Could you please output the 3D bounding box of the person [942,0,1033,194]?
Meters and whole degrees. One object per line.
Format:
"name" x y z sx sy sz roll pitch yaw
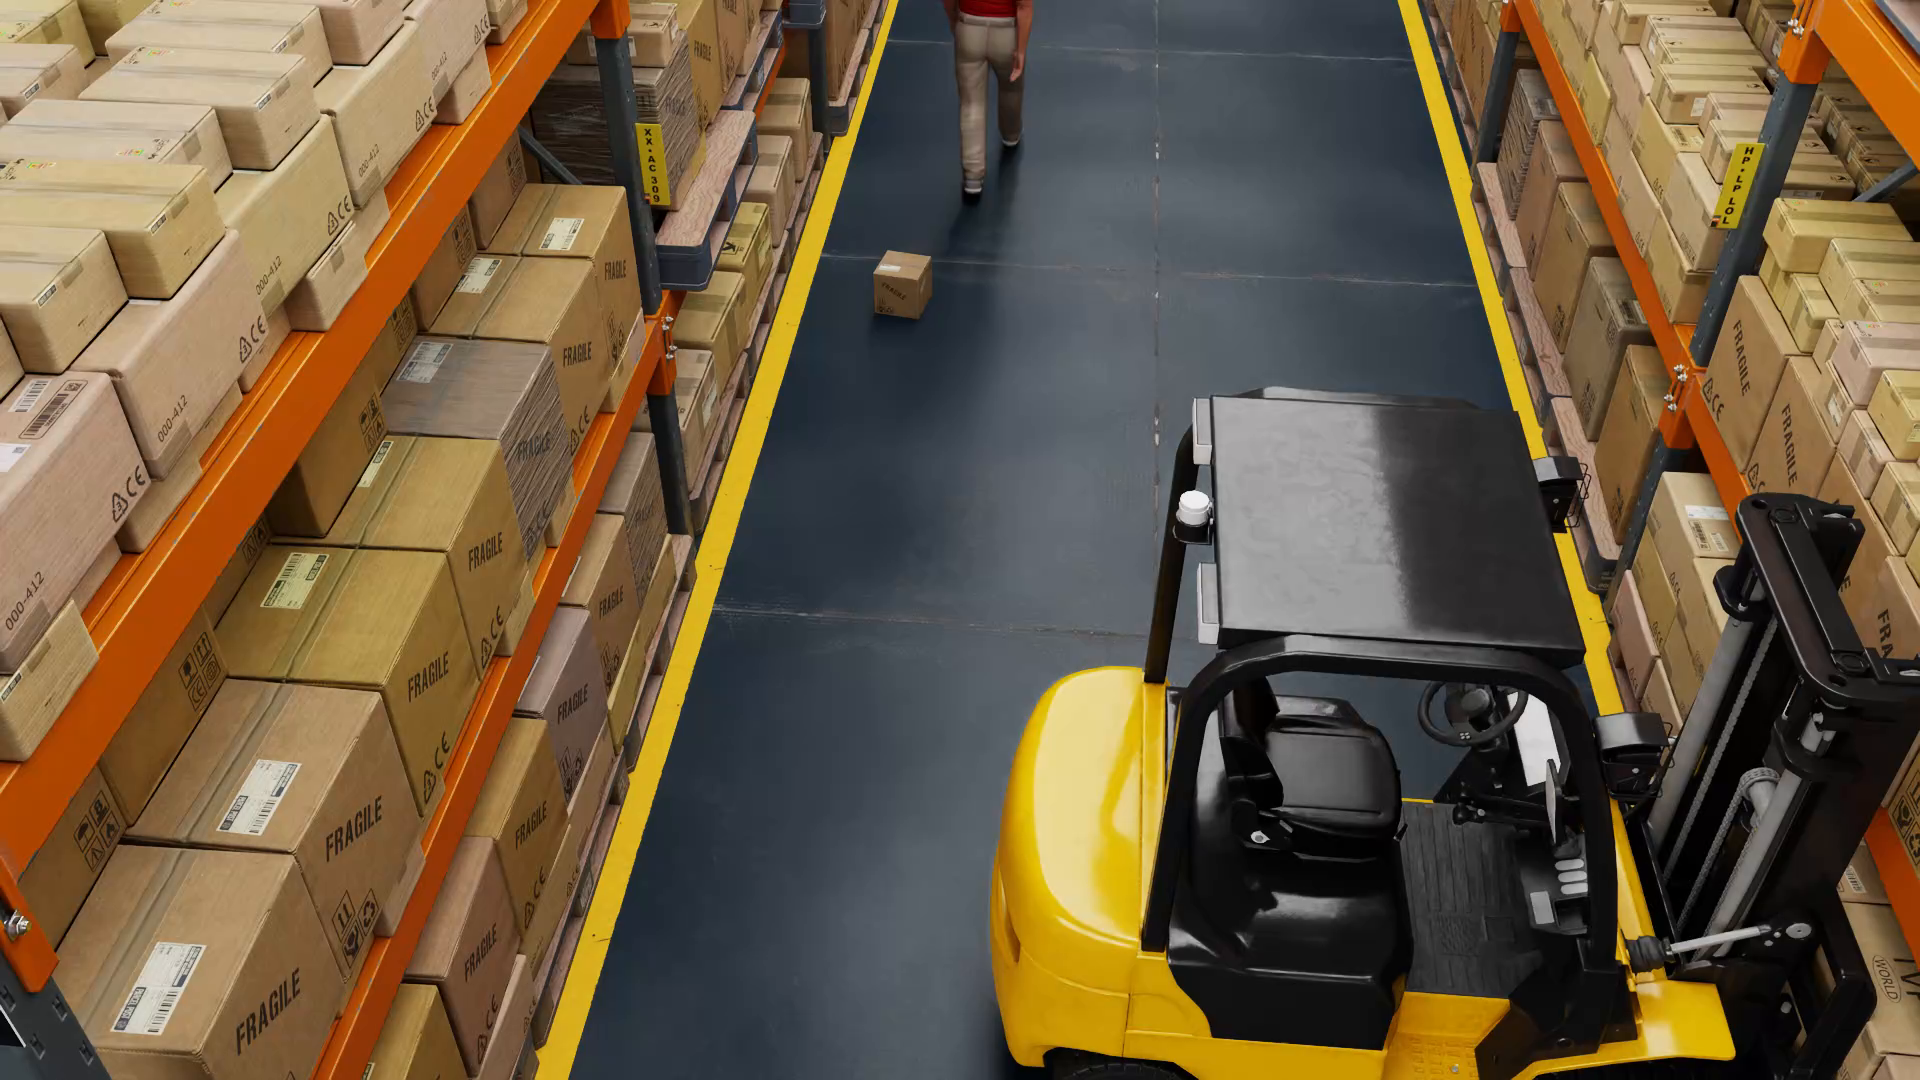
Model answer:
"person" 0.165 -2.979 9.728 0.540 1.659 1.041 3 40 4
